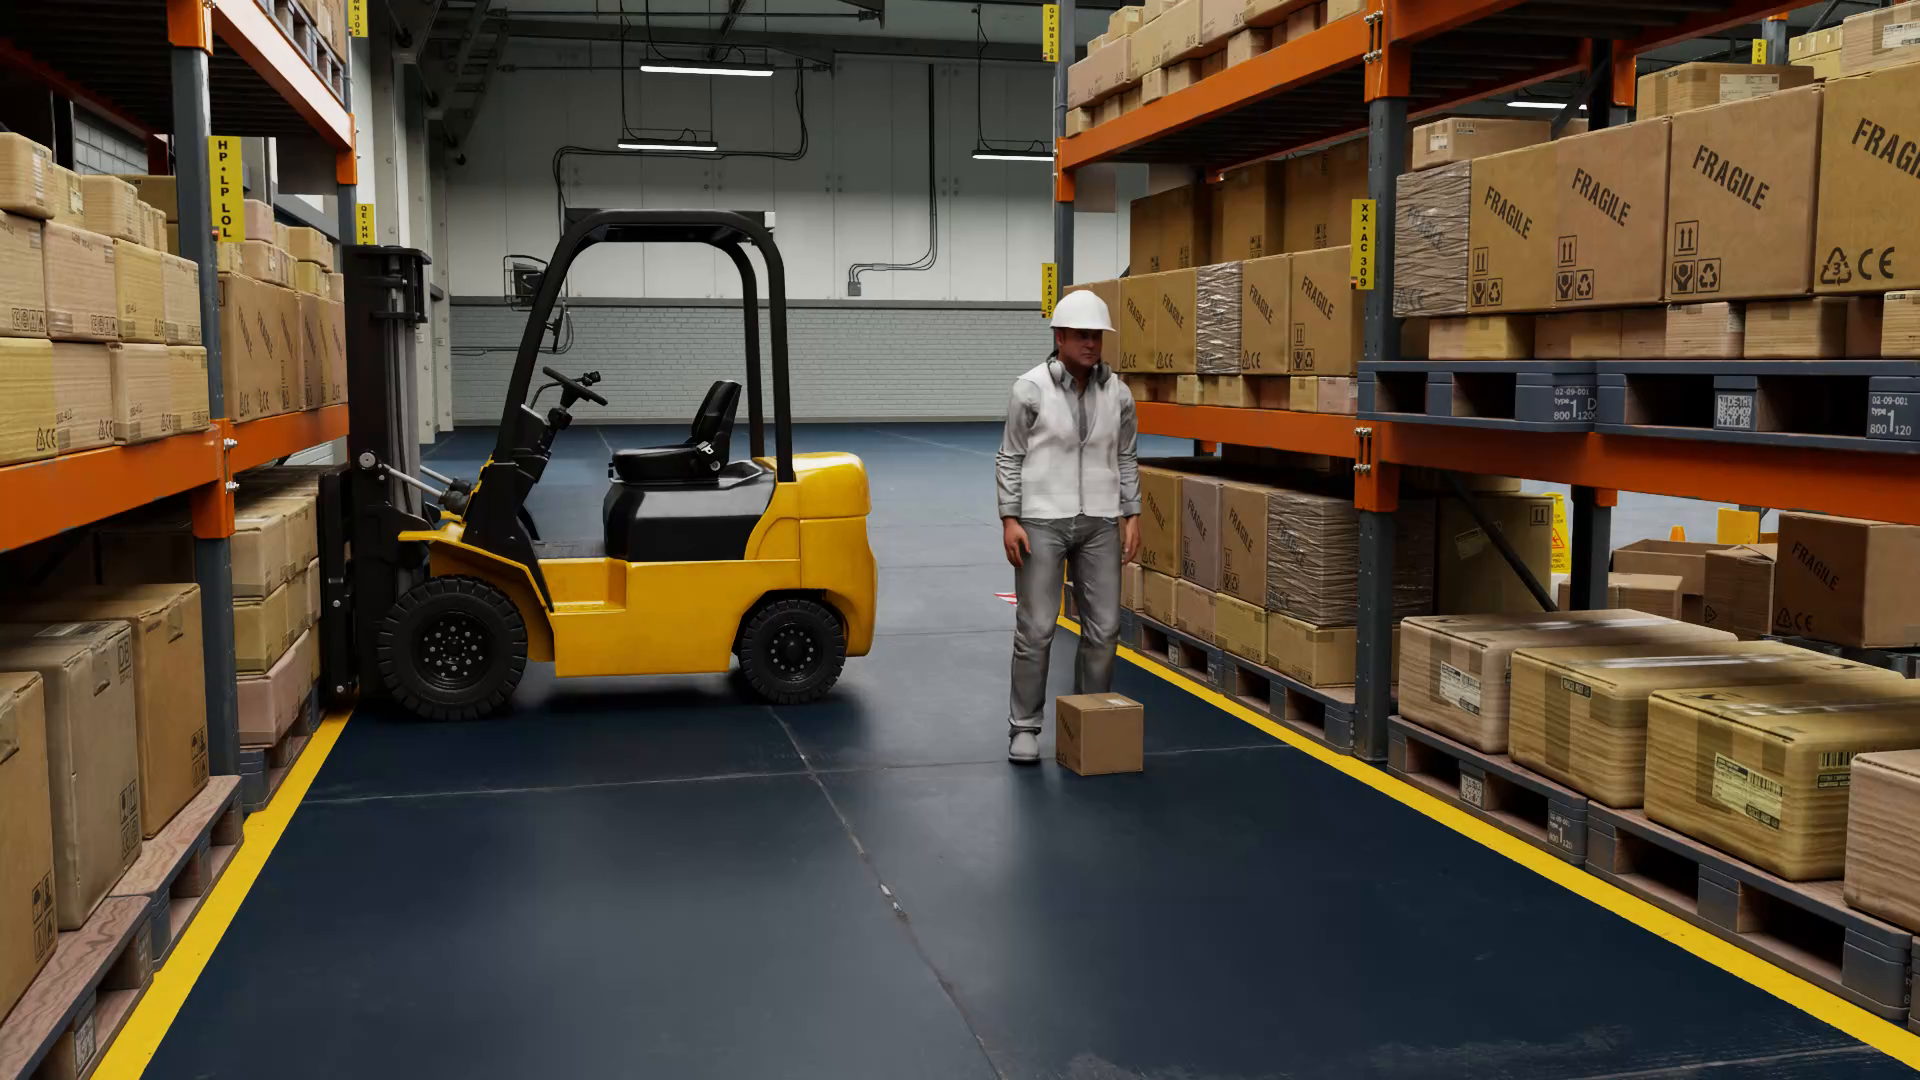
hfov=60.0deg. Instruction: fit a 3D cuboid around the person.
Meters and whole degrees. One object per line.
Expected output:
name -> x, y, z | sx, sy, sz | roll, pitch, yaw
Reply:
person -> 0.422, -0.059, 6.371 | 0.580, 1.772, 0.460 | -2, 6, -17
